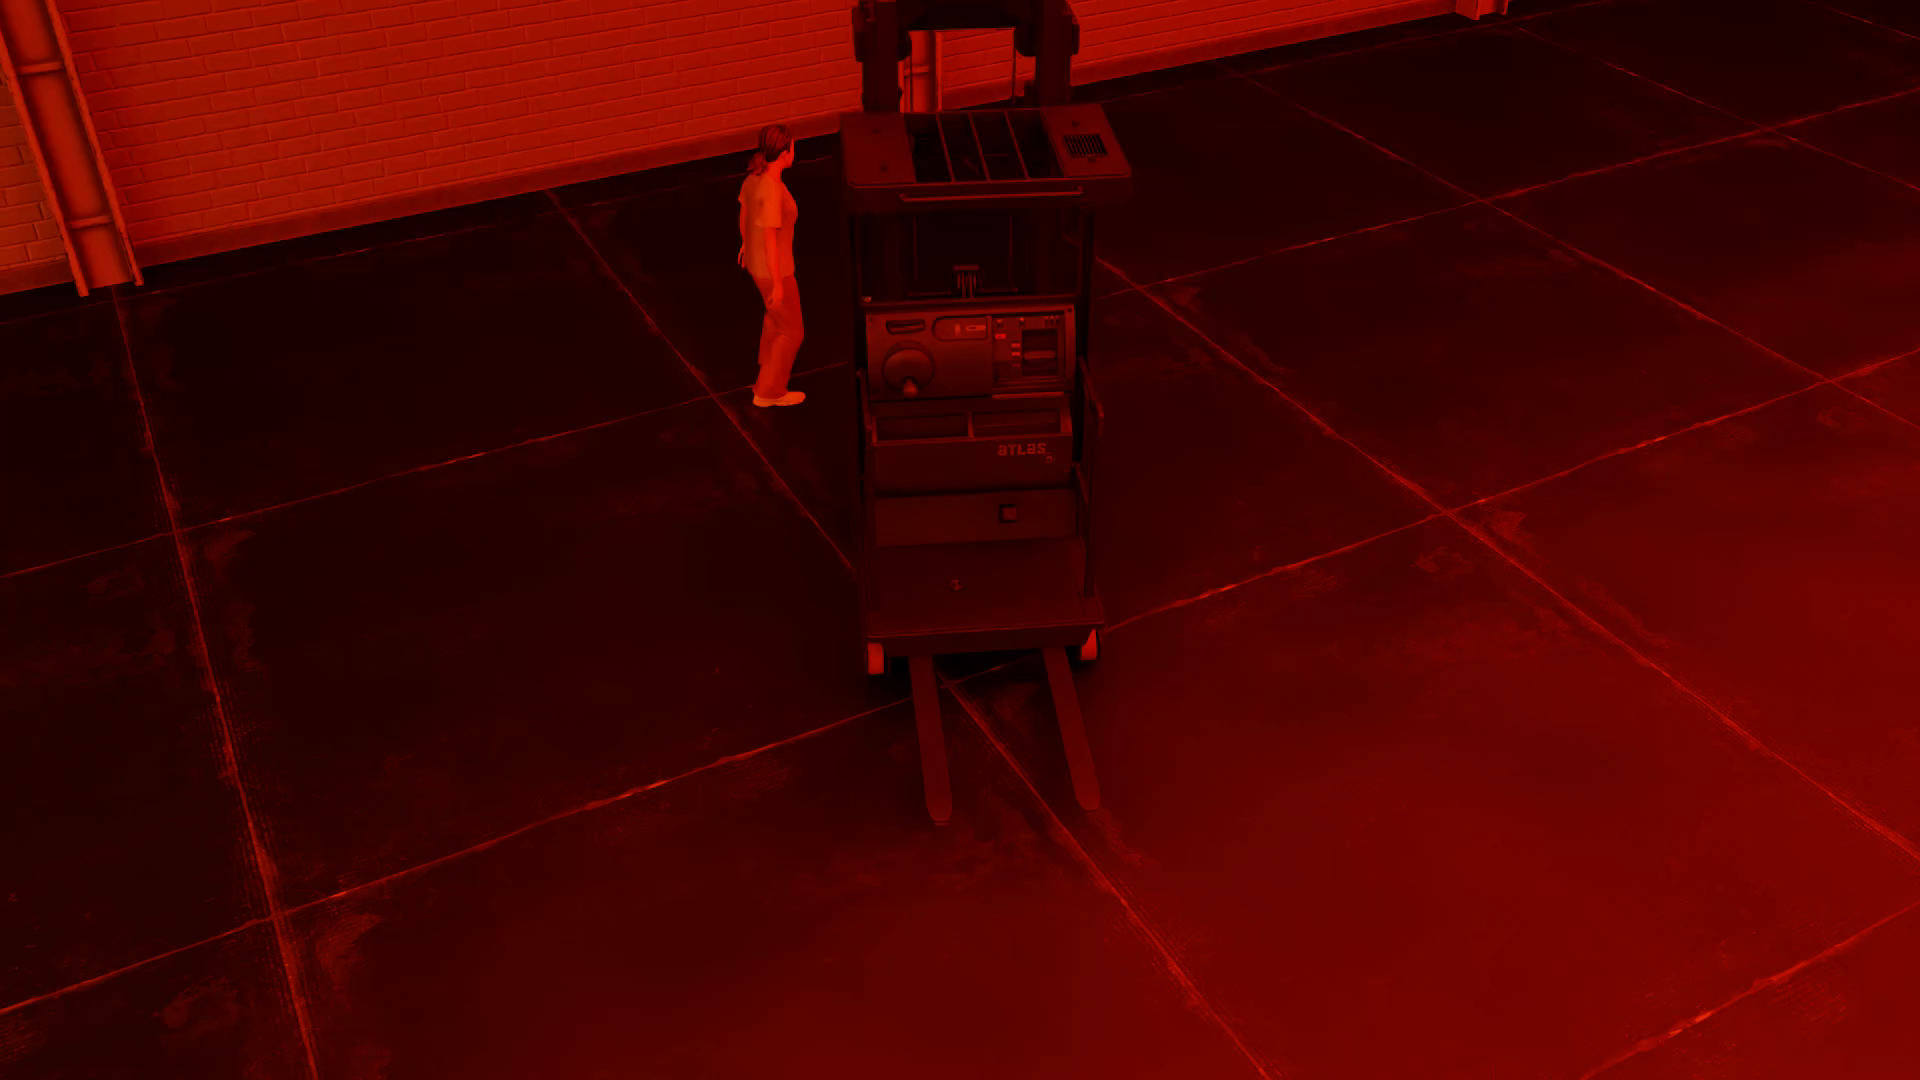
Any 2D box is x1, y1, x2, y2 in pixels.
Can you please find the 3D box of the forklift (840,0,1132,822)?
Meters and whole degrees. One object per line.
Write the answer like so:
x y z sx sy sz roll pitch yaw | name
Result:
0.074 -0.775 7.219 1.130 2.935 3.031 -3 35 -5 | forklift

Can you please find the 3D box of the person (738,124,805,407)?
-1.081 -1.558 9.457 0.383 1.645 0.790 -13 37 -18 | person
